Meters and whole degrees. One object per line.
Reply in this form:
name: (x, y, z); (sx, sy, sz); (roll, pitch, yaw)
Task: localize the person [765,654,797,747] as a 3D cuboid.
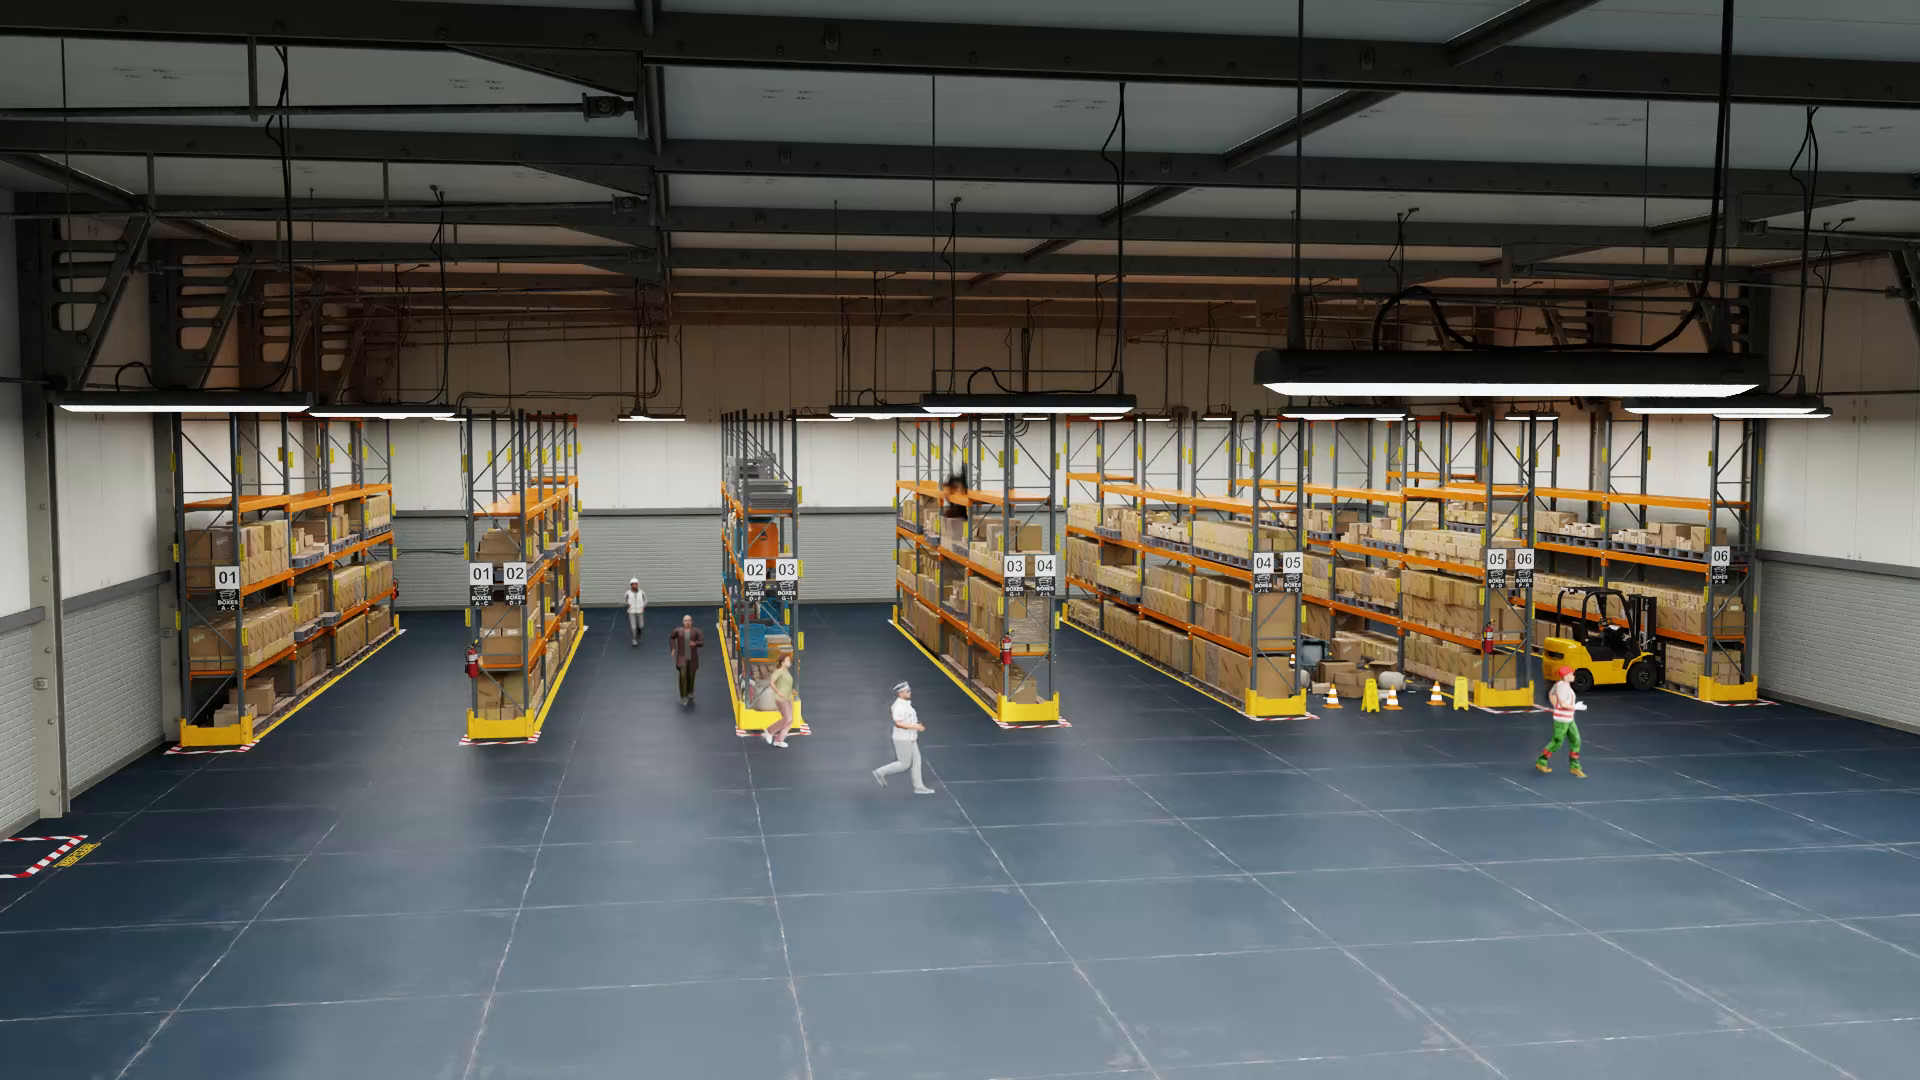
person: (-3.186, 2.846, 29.659); (0.531, 1.621, 0.605); (1, 4, 15)

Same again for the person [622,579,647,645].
person: (-8.364, 1.861, 42.893); (0.651, 1.726, 0.583); (-1, 4, -17)

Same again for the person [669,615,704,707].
person: (-5.582, 2.459, 34.054); (0.672, 1.847, 0.855); (-1, 4, -15)

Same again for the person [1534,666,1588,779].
person: (9.754, 2.949, 26.949); (0.823, 1.831, 0.639); (2, 5, 29)

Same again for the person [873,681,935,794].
person: (-0.861, 3.046, 25.610); (0.945, 1.749, 0.665); (0, 4, 7)
